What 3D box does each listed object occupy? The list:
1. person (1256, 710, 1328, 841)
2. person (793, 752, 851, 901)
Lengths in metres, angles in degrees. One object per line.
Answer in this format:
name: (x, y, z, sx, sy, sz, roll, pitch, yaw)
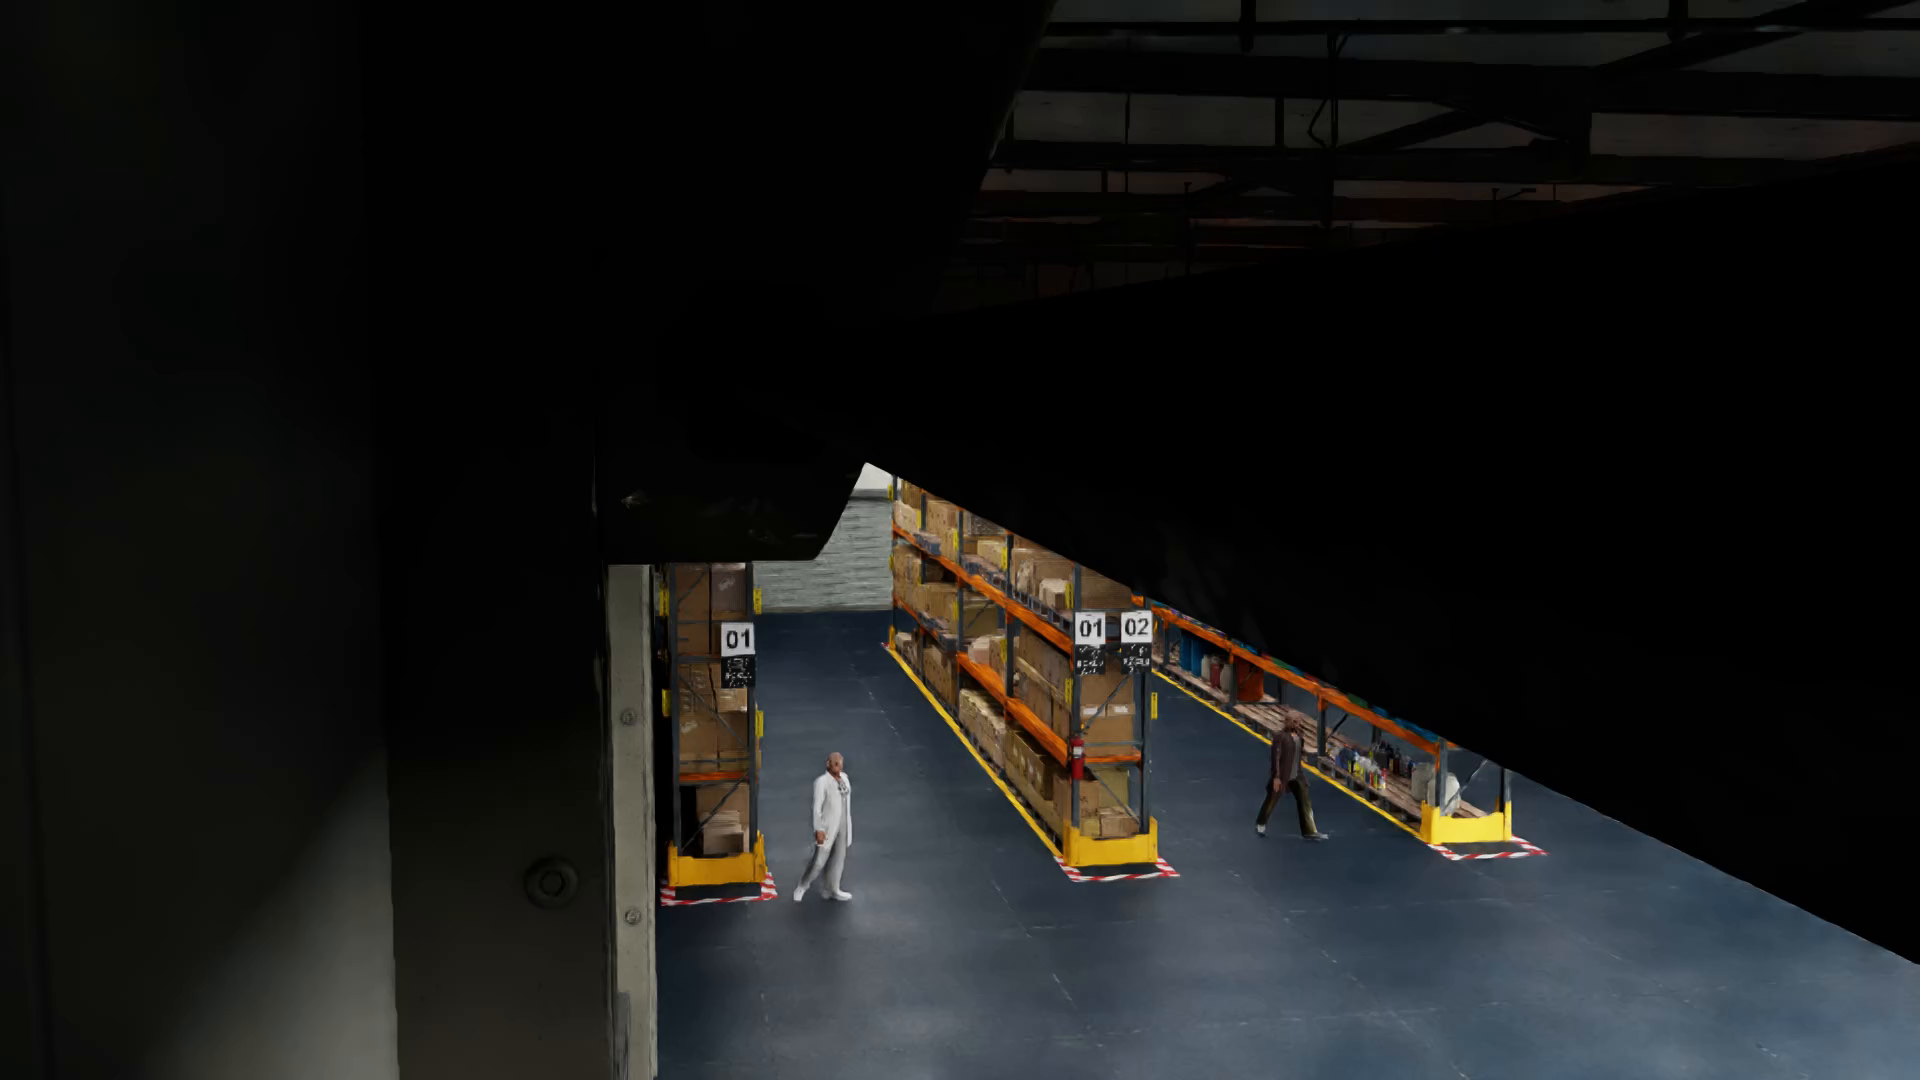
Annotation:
person: (4.352, 3.100, 21.983, 0.631, 1.736, 1.030, -4, 7, -33)
person: (-1.600, 3.352, 19.432, 0.560, 1.768, 0.774, 5, 8, 40)
